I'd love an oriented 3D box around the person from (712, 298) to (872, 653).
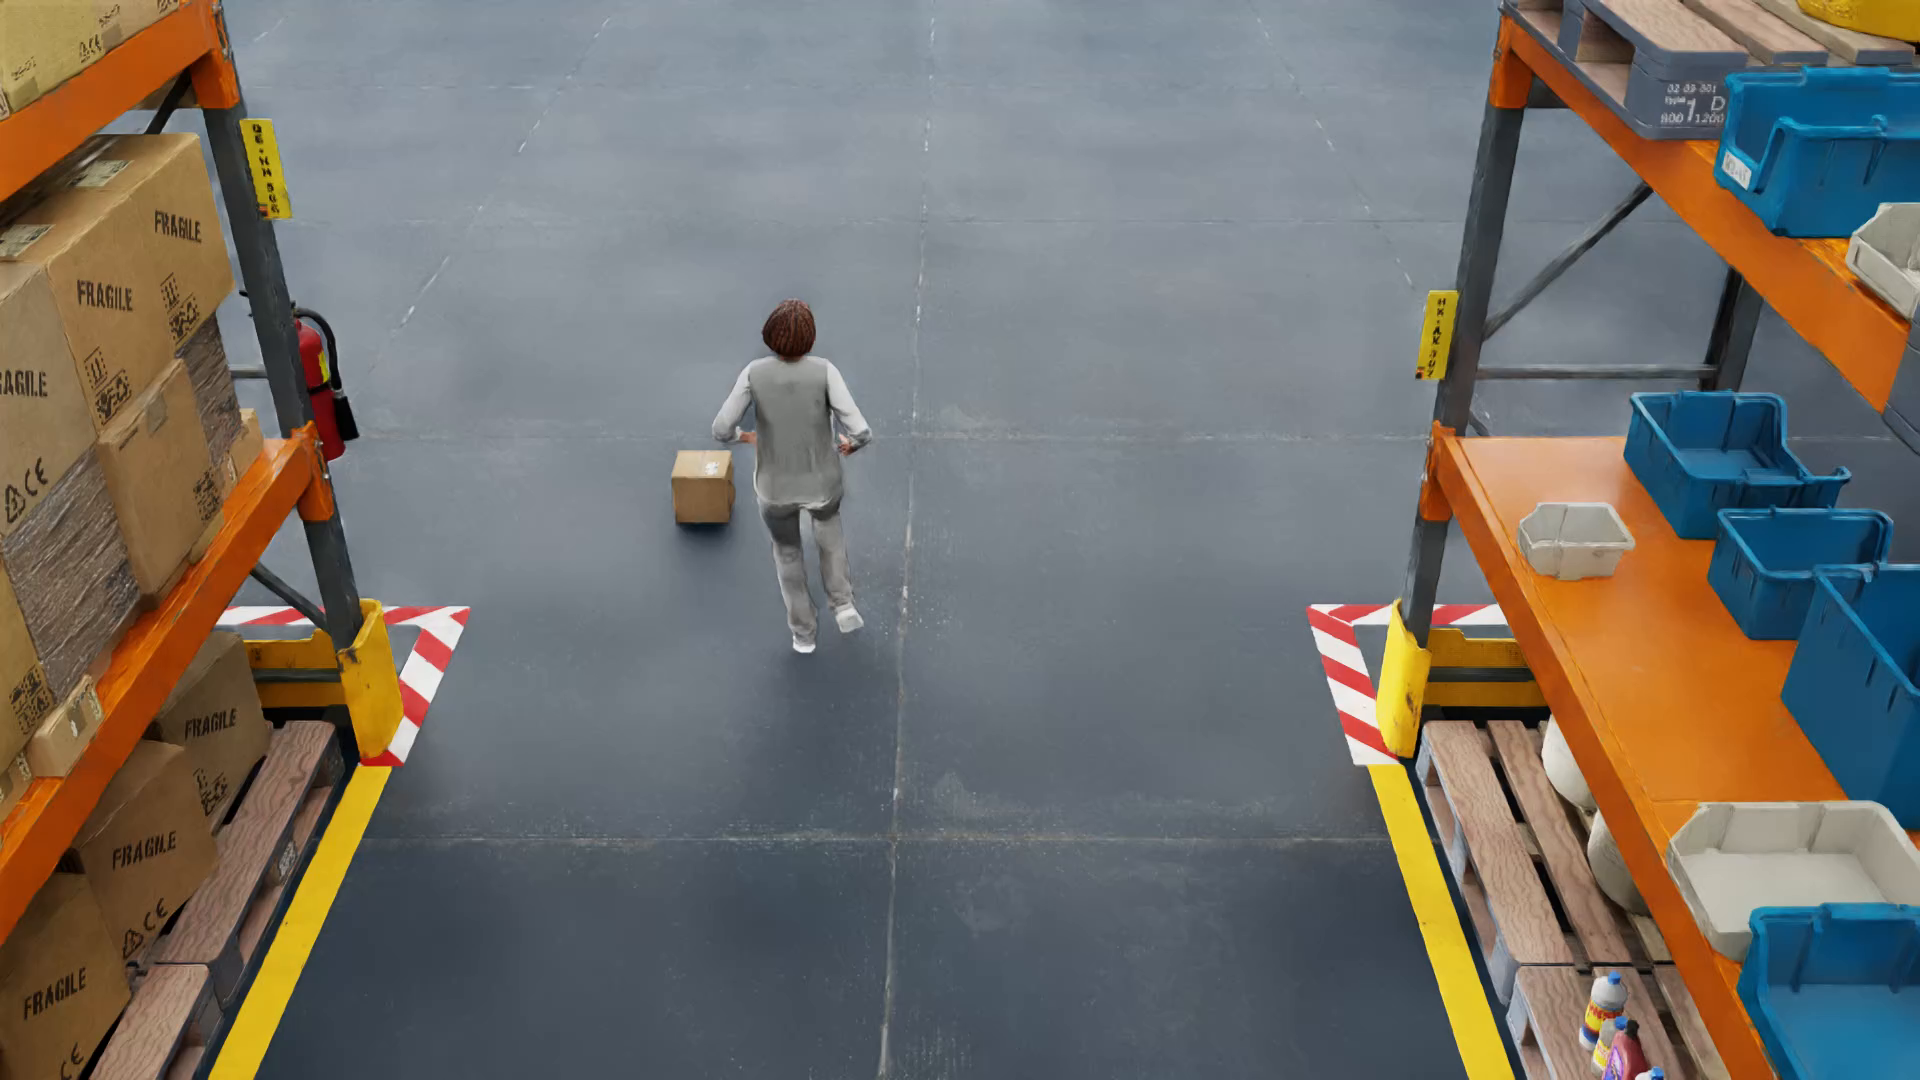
[{"bbox_3d":[-0.659,-0.245,6.566,0.599,1.564,0.457,-5,32,-8],"label":"person"}]
